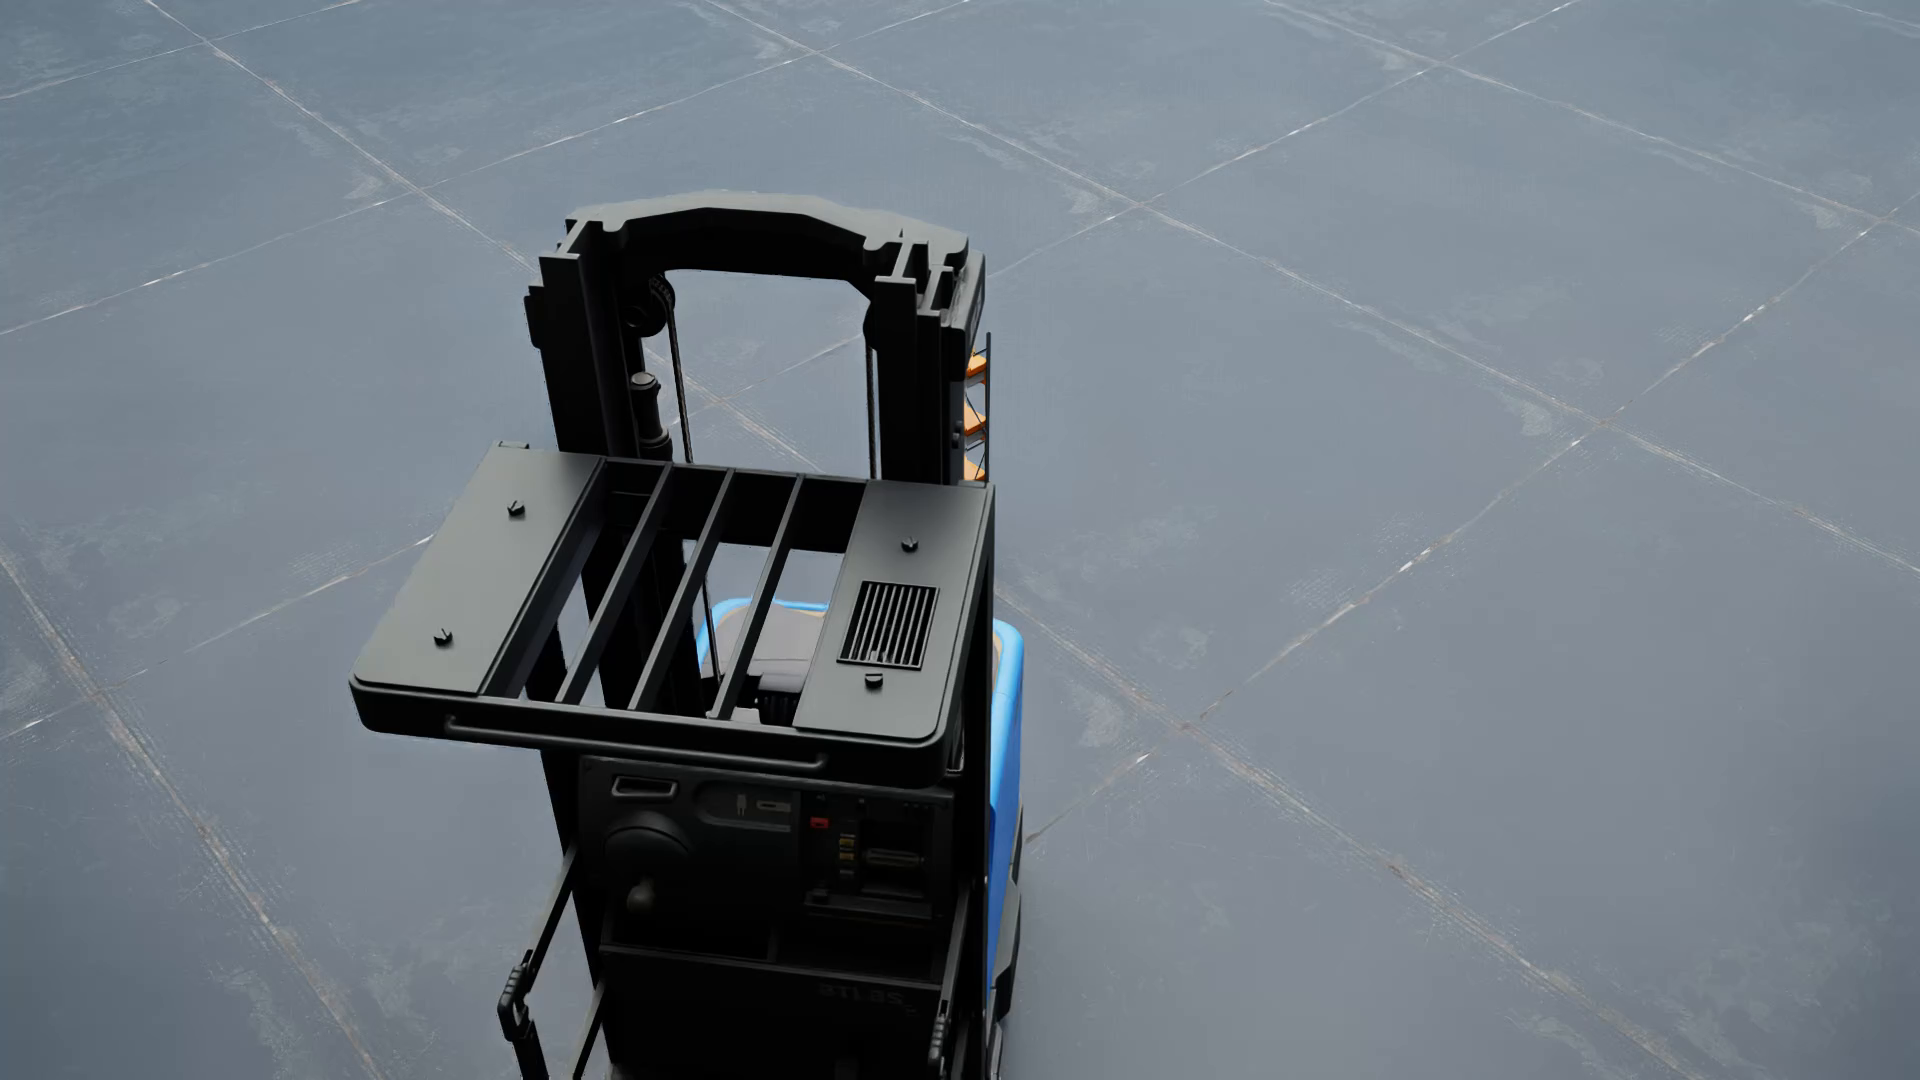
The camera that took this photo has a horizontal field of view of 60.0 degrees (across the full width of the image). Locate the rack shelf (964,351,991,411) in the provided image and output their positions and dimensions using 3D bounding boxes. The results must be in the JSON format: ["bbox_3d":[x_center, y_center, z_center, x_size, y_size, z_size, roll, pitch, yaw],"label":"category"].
[{"bbox_3d":[-0.036,-0.646,6.779,0.215,0.259,0.240,-30,48,-32],"label":"rack shelf"}]

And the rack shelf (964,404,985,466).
[{"bbox_3d":[-0.036,-0.425,6.957,0.215,0.259,0.240,-30,48,-32],"label":"rack shelf"}]

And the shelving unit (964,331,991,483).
[{"bbox_3d":[-0.036,-0.433,6.951,0.215,1.050,0.252,-30,48,-32],"label":"shelving unit"}]

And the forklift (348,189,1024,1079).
[{"bbox_3d":[-0.505,0.822,3.899,1.130,2.935,3.031,5,39,6],"label":"forklift"}]

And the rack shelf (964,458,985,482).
[{"bbox_3d":[-0.036,-0.209,7.132,0.215,0.259,0.240,-30,48,-32],"label":"rack shelf"}]

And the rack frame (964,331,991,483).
[{"bbox_3d":[0.046,-0.377,6.881,0.200,1.050,0.008,-30,48,-32],"label":"rack frame"}]
